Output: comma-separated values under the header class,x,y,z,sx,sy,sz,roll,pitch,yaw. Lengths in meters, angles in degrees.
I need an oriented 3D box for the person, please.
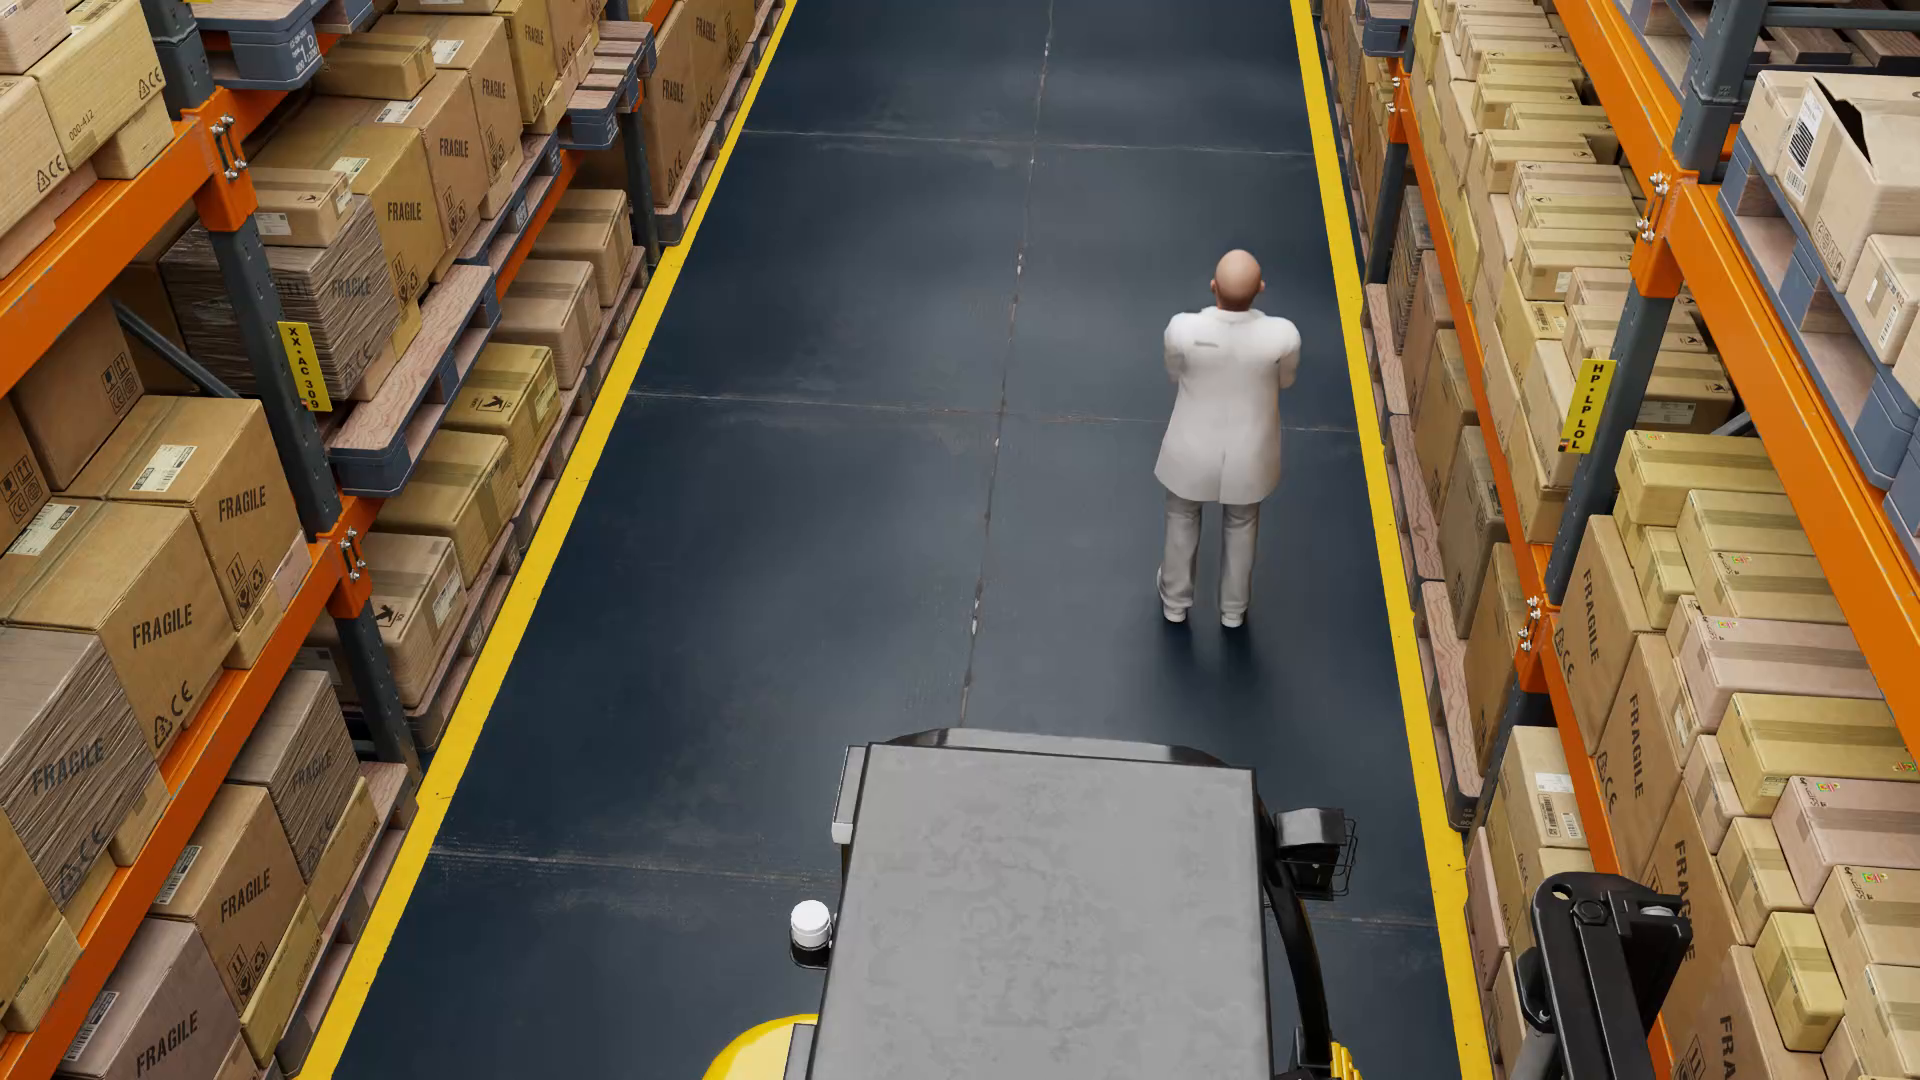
class,x,y,z,sx,sy,sz,roll,pitch,yaw
person,1.054,-0.464,6.735,0.529,1.770,0.555,4,40,5
